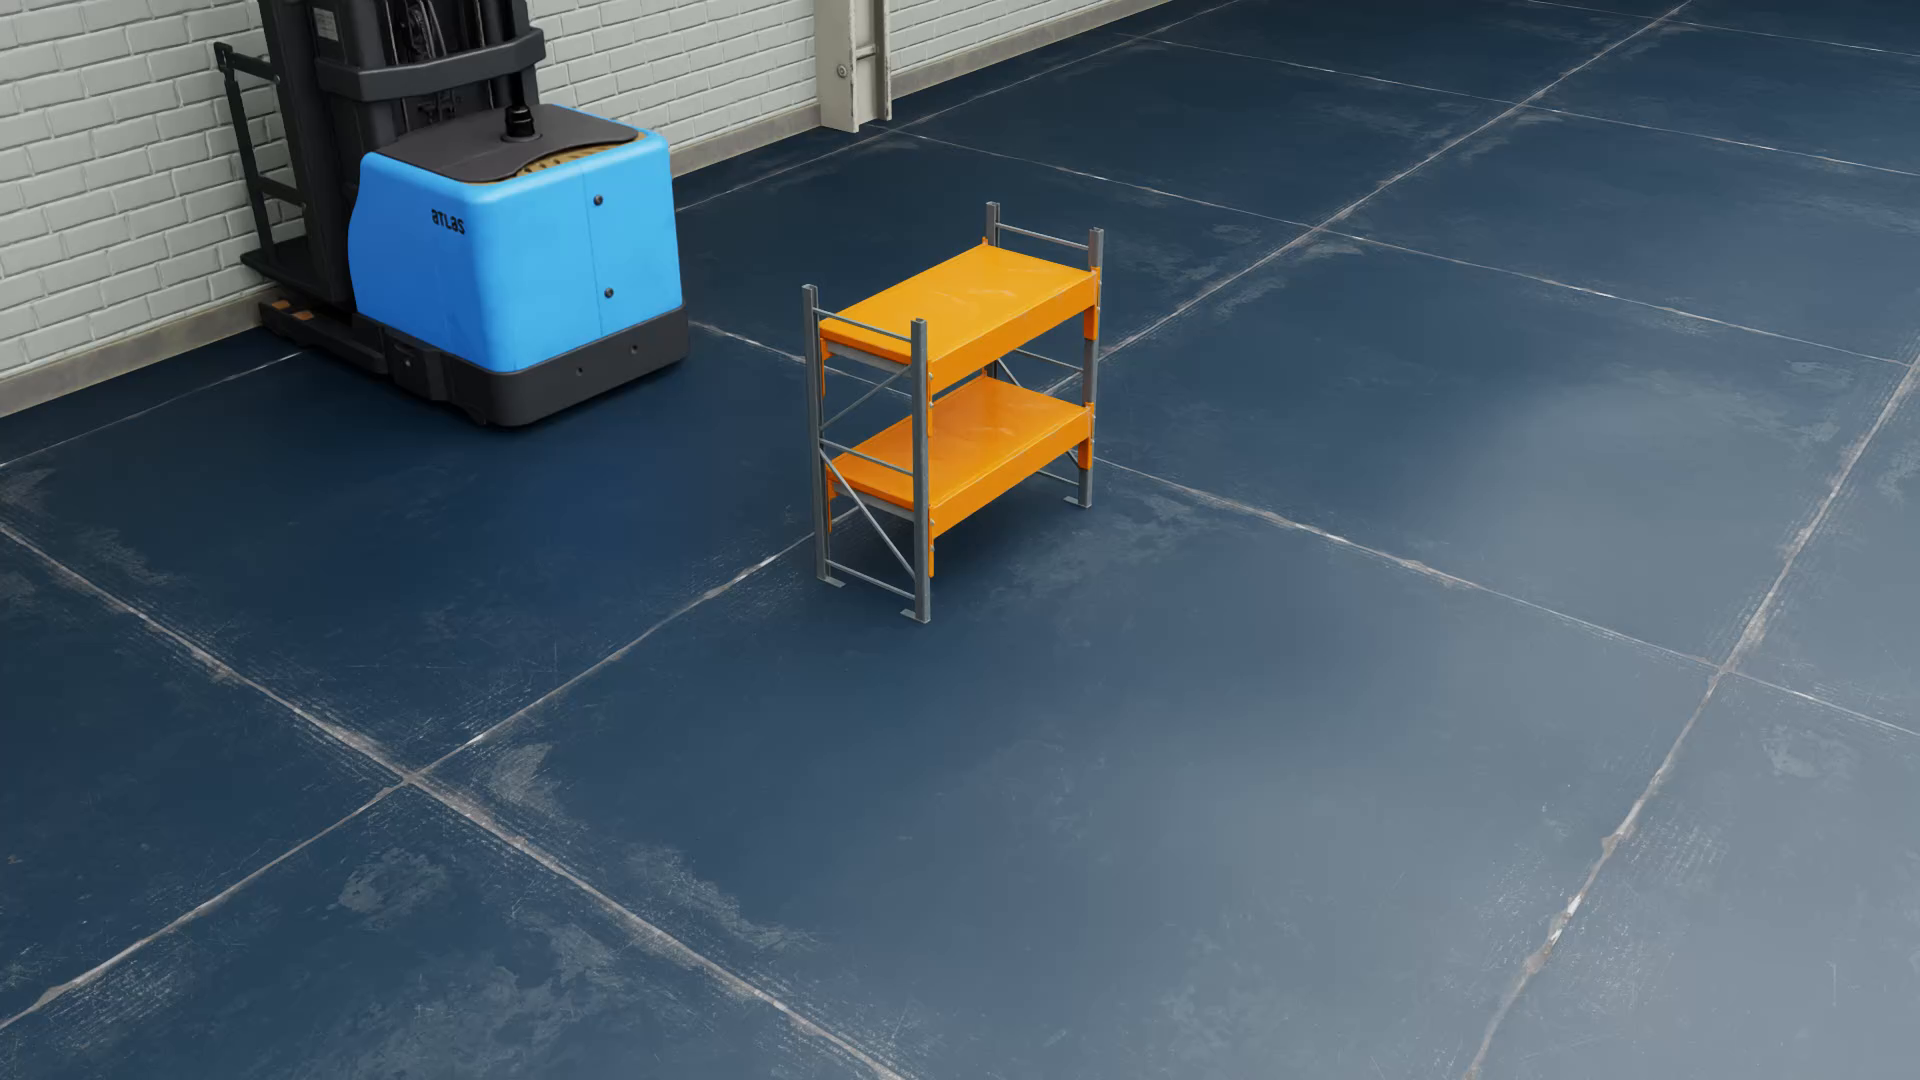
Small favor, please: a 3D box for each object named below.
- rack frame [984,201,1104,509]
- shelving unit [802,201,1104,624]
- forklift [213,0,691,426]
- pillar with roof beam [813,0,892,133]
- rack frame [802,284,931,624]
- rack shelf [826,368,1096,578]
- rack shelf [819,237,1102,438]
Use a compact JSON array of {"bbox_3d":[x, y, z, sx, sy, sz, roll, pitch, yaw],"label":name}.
[{"bbox_3d":[0.303,-0.688,6.307,0.500,1.125,0.032,21,37,31],"label":"rack frame"},{"bbox_3d":[-0.004,-0.481,5.959,0.538,1.125,1.048,21,37,31],"label":"shelving unit"},{"bbox_3d":[-2.677,-2.348,7.337,3.031,2.935,1.130,23,38,34],"label":"forklift"},{"bbox_3d":[2.747,-5.281,6.334,9.100,9.000,0.400,21,37,31],"label":"pillar with roof beam"},{"bbox_3d":[-0.311,-0.275,5.610,0.500,1.125,0.032,21,37,31],"label":"rack frame"},{"bbox_3d":[-0.004,-0.271,6.083,0.538,0.278,1.000,21,37,31],"label":"rack shelf"},{"bbox_3d":[-0.004,-0.733,5.809,0.538,0.278,1.000,21,37,31],"label":"rack shelf"}]
